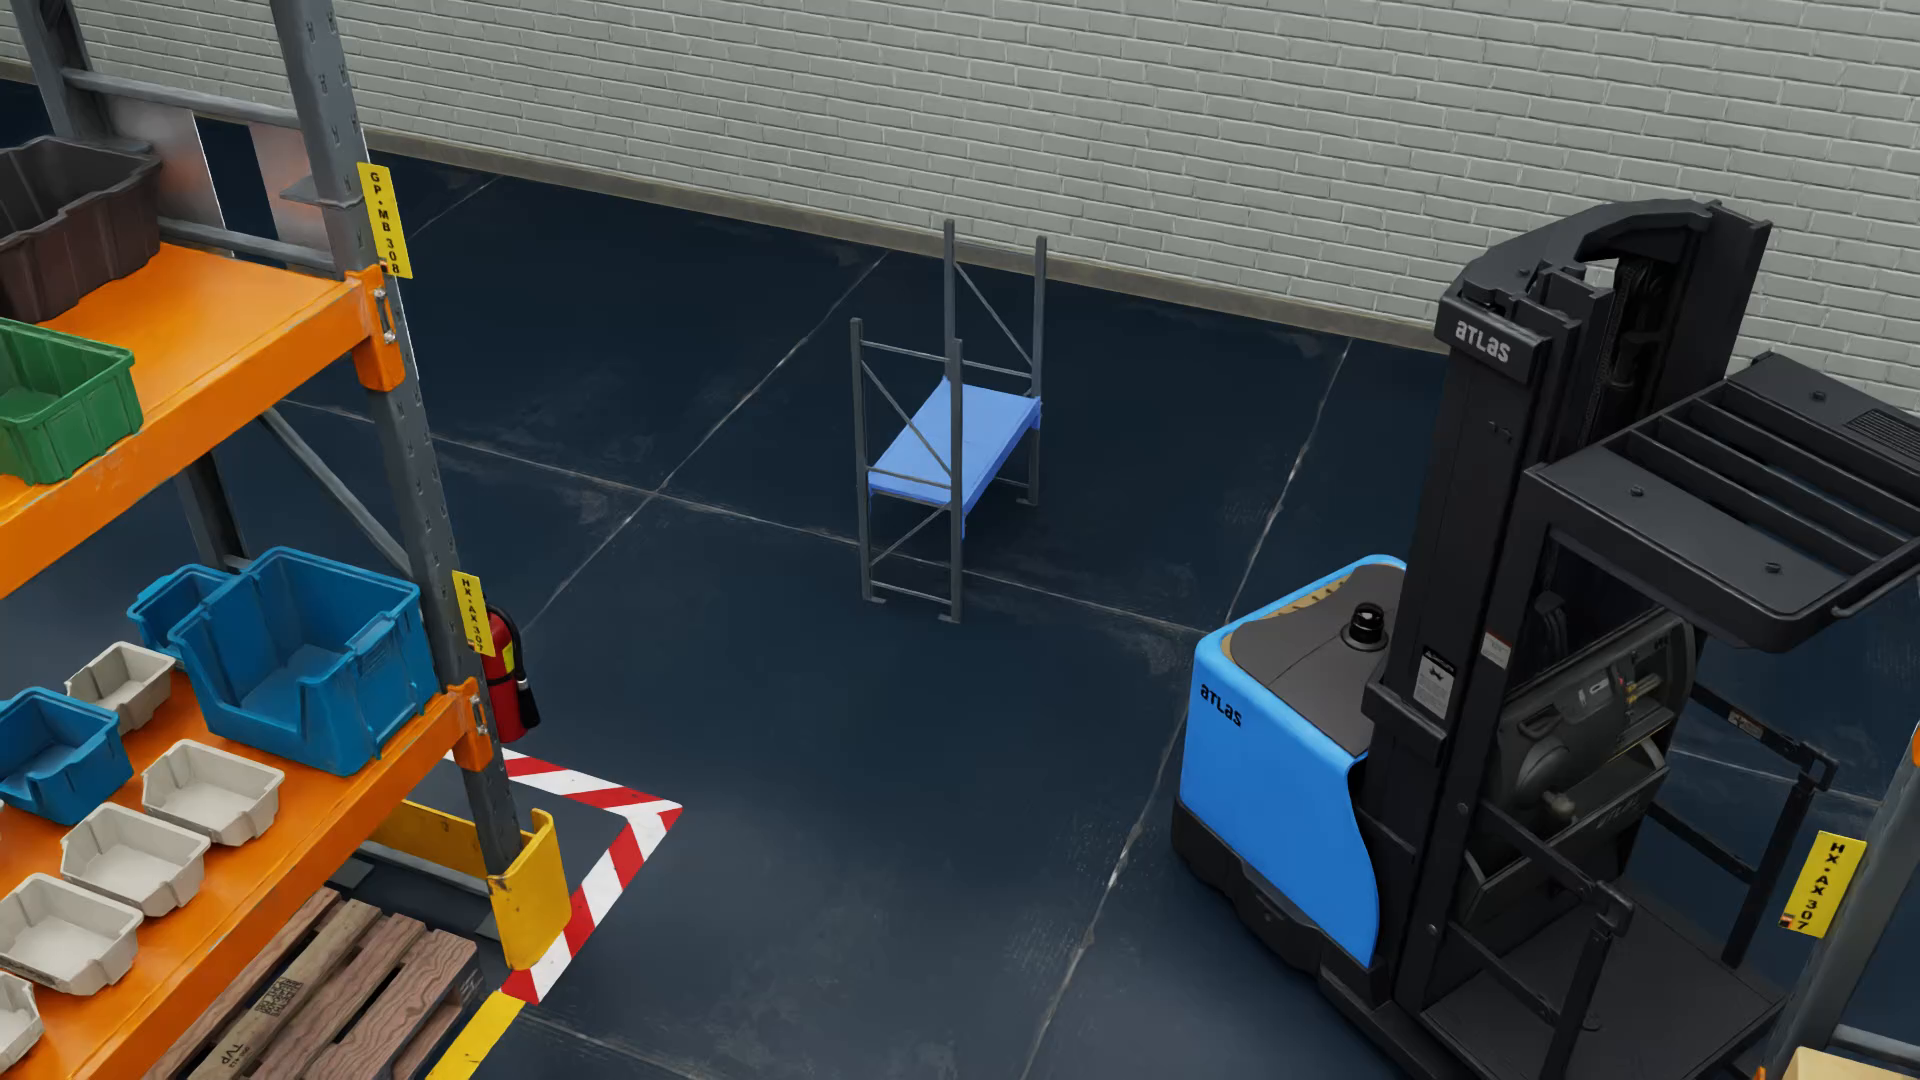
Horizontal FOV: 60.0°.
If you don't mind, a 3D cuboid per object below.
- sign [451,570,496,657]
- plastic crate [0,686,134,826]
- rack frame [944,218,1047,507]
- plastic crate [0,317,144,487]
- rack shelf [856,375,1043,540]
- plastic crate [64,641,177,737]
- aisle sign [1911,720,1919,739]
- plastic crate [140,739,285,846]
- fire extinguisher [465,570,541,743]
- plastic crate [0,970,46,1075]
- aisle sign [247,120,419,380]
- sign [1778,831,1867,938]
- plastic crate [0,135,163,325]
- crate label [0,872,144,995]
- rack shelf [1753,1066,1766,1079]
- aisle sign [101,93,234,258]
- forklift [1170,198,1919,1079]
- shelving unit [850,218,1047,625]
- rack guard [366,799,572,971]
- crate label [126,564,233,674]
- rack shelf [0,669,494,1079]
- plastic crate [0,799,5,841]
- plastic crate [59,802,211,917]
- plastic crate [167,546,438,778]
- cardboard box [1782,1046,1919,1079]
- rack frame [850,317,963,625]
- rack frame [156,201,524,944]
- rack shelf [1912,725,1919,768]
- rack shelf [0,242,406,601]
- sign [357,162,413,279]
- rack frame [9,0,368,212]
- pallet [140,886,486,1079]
[{"bbox_3d":[-1.546,0.237,5.292,0.100,0.325,0.005,14,39,18],"label":"sign"},{"bbox_3d":[-2.710,0.655,4.958,0.416,0.233,0.300,14,39,18],"label":"plastic crate"},{"bbox_3d":[0.161,-0.835,8.114,0.500,1.500,0.032,14,39,18],"label":"rack frame"},{"bbox_3d":[-2.172,-0.320,3.844,0.450,0.188,0.336,14,39,18],"label":"plastic crate"},{"bbox_3d":[-0.032,-0.409,7.845,0.538,0.185,1.000,14,39,18],"label":"rack shelf"},{"bbox_3d":[-2.658,0.488,5.262,0.250,0.136,0.298,14,39,18],"label":"plastic crate"},{"bbox_3d":[2.269,0.164,3.353,0.394,0.787,0.004,14,39,18],"label":"aisle sign"},{"bbox_3d":[-2.204,0.760,4.898,0.396,0.136,0.243,14,39,18],"label":"plastic crate"},{"bbox_3d":[-1.584,0.386,5.604,0.296,0.674,0.183,14,39,18],"label":"fire extinguisher"},{"bbox_3d":[-2.507,1.245,4.249,0.298,0.136,0.250,14,39,18],"label":"plastic crate"},{"bbox_3d":[-1.763,-0.829,4.682,0.394,0.787,0.004,14,39,18],"label":"aisle sign"},{"bbox_3d":[2.008,0.806,3.877,0.100,0.325,0.005,14,39,18],"label":"sign"},{"bbox_3d":[-2.465,-0.814,4.437,0.497,0.269,0.590,14,39,18],"label":"plastic crate"},{"bbox_3d":[-2.411,1.077,4.474,0.396,0.136,0.243,14,39,18],"label":"crate label"},{"bbox_3d":[1.758,2.709,2.721,1.077,0.370,4.000,14,39,18],"label":"rack shelf"},{"bbox_3d":[-2.309,-0.963,4.862,0.394,0.787,0.004,14,39,18],"label":"aisle sign"},{"bbox_3d":[2.088,0.604,4.993,1.130,2.935,3.031,-23,42,-27],"label":"forklift"},{"bbox_3d":[-0.032,-0.554,7.738,0.538,1.500,1.048,14,39,18],"label":"shelving unit"},{"bbox_3d":[-2.064,1.171,6.266,1.175,0.500,0.348,14,39,18],"label":"rack guard"},{"bbox_3d":[-2.460,0.290,5.446,0.416,0.233,0.303,14,39,18],"label":"crate label"},{"bbox_3d":[-2.822,1.581,4.230,1.077,0.370,4.000,14,39,18],"label":"rack shelf"},{"bbox_3d":[-2.916,0.863,4.760,0.250,0.136,0.298,14,39,18],"label":"plastic crate"},{"bbox_3d":[-2.328,0.917,4.688,0.396,0.136,0.243,14,39,18],"label":"plastic crate"},{"bbox_3d":[-2.016,0.375,5.163,0.616,0.435,0.499,14,39,18],"label":"plastic crate"},{"bbox_3d":[2.087,1.459,3.669,0.500,0.250,0.500,13,39,17],"label":"cardboard box"},{"bbox_3d":[-0.226,-0.272,7.361,0.500,1.500,0.032,14,39,18],"label":"rack frame"},{"bbox_3d":[-2.061,0.186,5.496,1.000,3.000,0.127,14,39,18],"label":"rack frame"},{"bbox_3d":[1.758,1.508,1.823,1.077,0.370,4.000,14,39,18],"label":"rack shelf"},{"bbox_3d":[-2.822,0.380,3.332,1.077,0.370,4.000,14,39,18],"label":"rack shelf"},{"bbox_3d":[-1.546,-0.858,4.474,0.100,0.325,0.005,14,39,18],"label":"sign"},{"bbox_3d":[-2.061,-2.217,3.700,1.000,3.000,0.127,14,39,18],"label":"rack frame"},{"bbox_3d":[-2.411,1.750,5.732,1.003,0.211,1.213,14,39,18],"label":"pallet"}]
